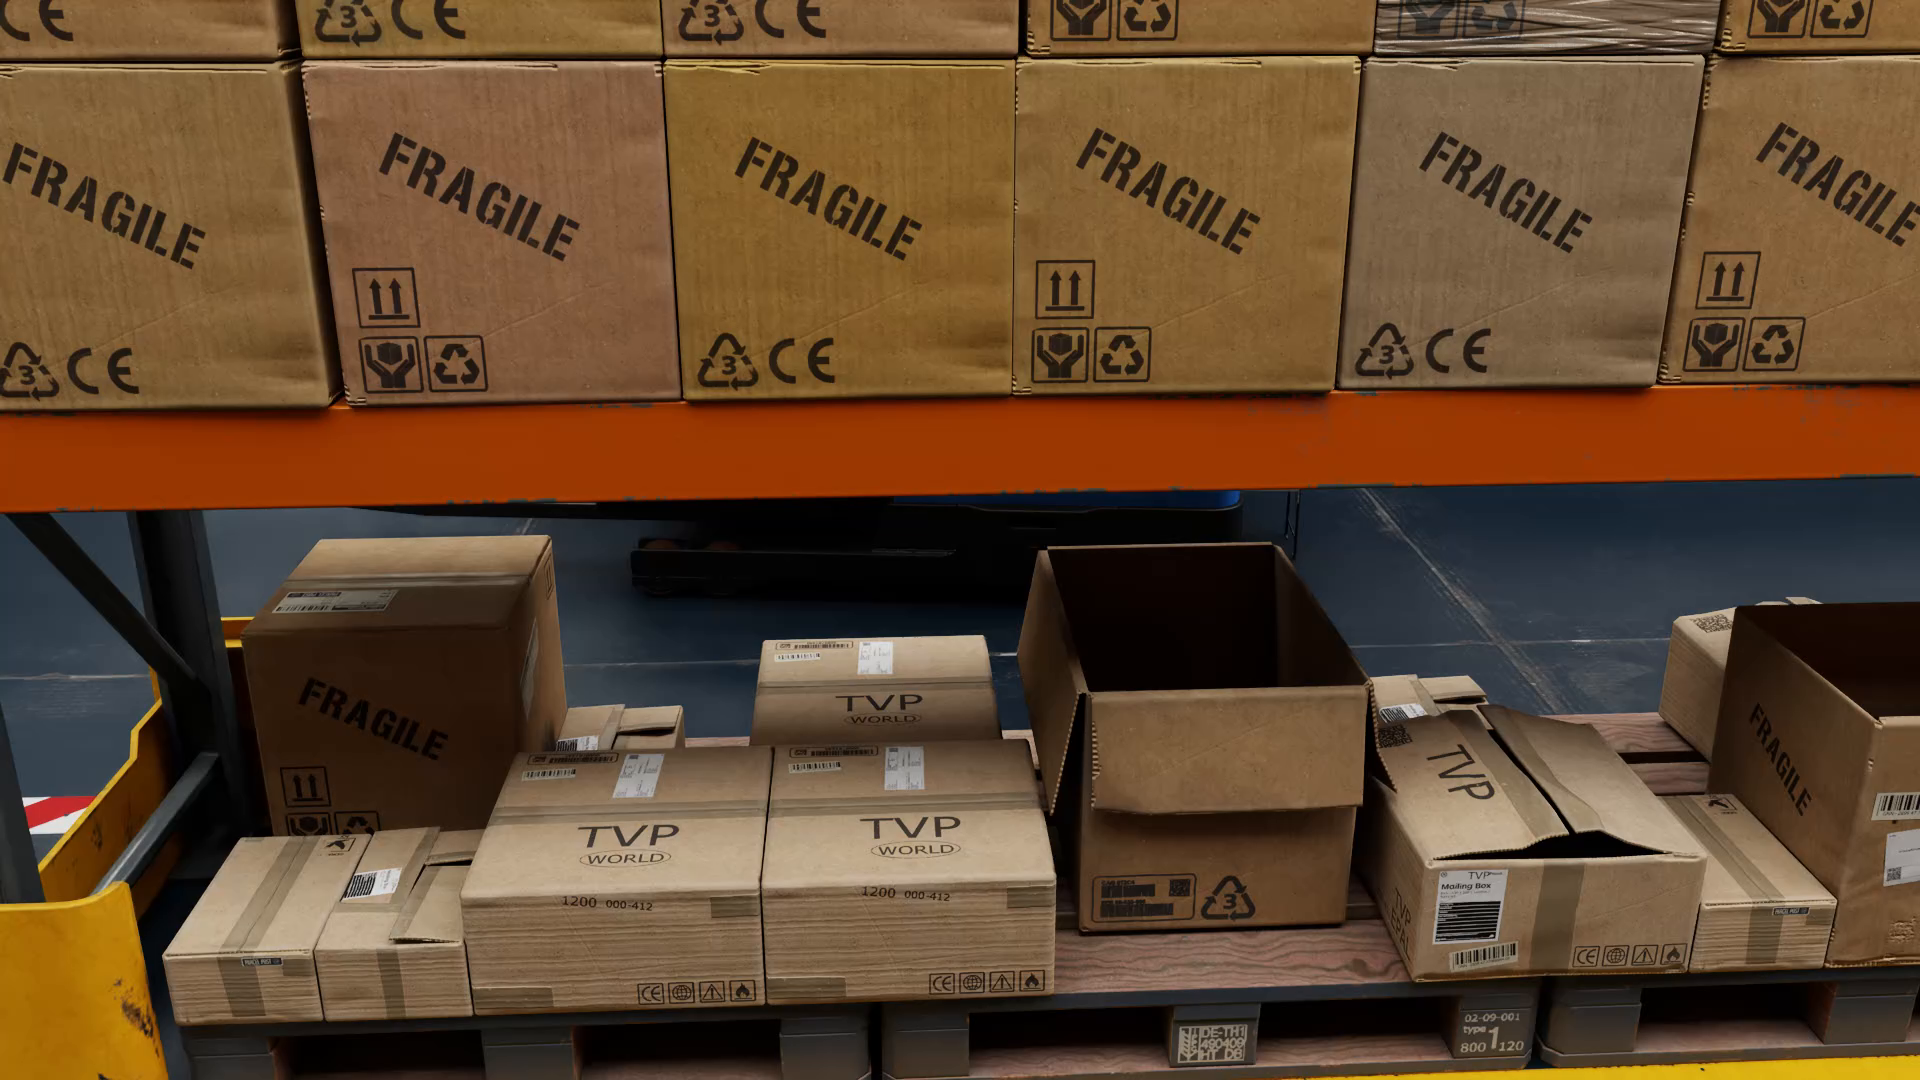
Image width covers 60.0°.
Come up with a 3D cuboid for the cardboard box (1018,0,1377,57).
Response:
[{"bbox_3d":[0.329,-1.012,2.517,0.500,0.500,0.500,-1,21,-4],"label":"cardboard box"}]

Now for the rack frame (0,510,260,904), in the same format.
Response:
[{"bbox_3d":[-1.657,-0.550,2.850,0.127,3.000,1.000,-1,21,-3],"label":"rack frame"}]

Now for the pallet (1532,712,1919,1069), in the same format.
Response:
[{"bbox_3d":[1.651,0.686,3.524,1.213,0.211,1.003,-1,21,-3],"label":"pallet"}]

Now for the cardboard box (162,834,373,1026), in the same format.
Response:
[{"bbox_3d":[-1.219,0.690,2.981,0.250,0.149,0.380,-1,21,-3],"label":"cardboard box"}]

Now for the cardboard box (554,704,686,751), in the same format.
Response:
[{"bbox_3d":[-0.719,0.494,3.472,0.250,0.166,0.380,-1,21,-3],"label":"cardboard box"}]

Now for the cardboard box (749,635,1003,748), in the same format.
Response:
[{"bbox_3d":[-0.178,0.422,3.542,0.500,0.250,0.500,-1,21,-3],"label":"cardboard box"}]

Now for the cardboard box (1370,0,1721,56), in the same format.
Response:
[{"bbox_3d":[0.832,-1.022,2.543,0.500,0.500,0.500,-1,21,-3],"label":"cardboard box"}]

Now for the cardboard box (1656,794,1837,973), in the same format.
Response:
[{"bbox_3d":[1.413,0.637,3.121,0.250,0.149,0.380,-1,21,-3],"label":"cardboard box"}]

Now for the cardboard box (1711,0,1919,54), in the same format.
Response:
[{"bbox_3d":[1.335,-1.032,2.569,0.500,0.500,0.500,-2,21,-4],"label":"cardboard box"}]

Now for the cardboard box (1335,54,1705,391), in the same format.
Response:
[{"bbox_3d":[0.825,-0.555,2.721,0.500,0.500,0.500,-1,21,-2],"label":"cardboard box"}]

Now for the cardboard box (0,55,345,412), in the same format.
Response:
[{"bbox_3d":[-1.199,-0.512,2.610,0.500,0.500,0.500,-1,21,-2],"label":"cardboard box"}]

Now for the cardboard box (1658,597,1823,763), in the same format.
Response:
[{"bbox_3d":[1.905,0.351,3.643,0.500,0.311,0.500,-1,21,-3],"label":"cardboard box"}]

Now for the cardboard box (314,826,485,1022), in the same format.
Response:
[{"bbox_3d":[-0.970,0.677,2.991,0.250,0.166,0.380,-1,21,-3],"label":"cardboard box"}]

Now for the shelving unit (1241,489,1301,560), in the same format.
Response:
[{"bbox_3d":[1.002,-0.400,5.406,0.210,0.900,0.258,1,21,3],"label":"shelving unit"}]

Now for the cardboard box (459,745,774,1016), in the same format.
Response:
[{"bbox_3d":[-0.599,0.609,3.052,0.500,0.250,0.500,-1,21,-3],"label":"cardboard box"}]

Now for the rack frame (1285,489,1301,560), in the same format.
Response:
[{"bbox_3d":[1.104,-0.398,5.400,0.006,0.900,0.240,1,21,3],"label":"rack frame"}]

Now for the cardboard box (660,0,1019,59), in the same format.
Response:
[{"bbox_3d":[-0.178,-1.001,2.489,0.500,0.500,0.500,-1,21,-2],"label":"cardboard box"}]

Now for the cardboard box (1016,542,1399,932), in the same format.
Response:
[{"bbox_3d":[0.461,0.370,3.324,0.637,0.503,0.797,-1,21,-3],"label":"cardboard box"}]

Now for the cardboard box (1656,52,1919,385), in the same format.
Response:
[{"bbox_3d":[1.337,-0.566,2.751,0.500,0.500,0.500,-1,21,-2],"label":"cardboard box"}]

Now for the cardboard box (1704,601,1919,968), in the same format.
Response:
[{"bbox_3d":[1.784,0.444,3.135,0.500,0.500,0.500,-1,21,-3],"label":"cardboard box"}]

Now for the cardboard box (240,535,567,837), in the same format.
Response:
[{"bbox_3d":[-1.128,0.314,3.475,0.500,0.500,0.500,-1,21,-3],"label":"cardboard box"}]

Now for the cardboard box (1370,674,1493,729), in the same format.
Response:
[{"bbox_3d":[1.042,0.440,3.613,0.250,0.166,0.380,-1,21,-3],"label":"cardboard box"}]

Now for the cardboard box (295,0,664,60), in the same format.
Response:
[{"bbox_3d":[-0.678,-0.993,2.467,0.500,0.500,0.500,-1,21,-2],"label":"cardboard box"}]

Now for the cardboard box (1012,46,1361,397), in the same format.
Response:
[{"bbox_3d":[0.316,-0.543,2.692,0.500,0.500,0.500,-1,21,-2],"label":"cardboard box"}]

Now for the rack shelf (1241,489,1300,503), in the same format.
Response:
[{"bbox_3d":[1.002,-0.200,5.482,0.200,0.077,0.258,1,21,3],"label":"rack shelf"}]

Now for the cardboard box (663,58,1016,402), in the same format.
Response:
[{"bbox_3d":[-0.183,-0.534,2.666,0.500,0.500,0.500,-1,21,-3],"label":"cardboard box"}]

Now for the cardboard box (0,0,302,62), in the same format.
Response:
[{"bbox_3d":[-1.199,-0.979,2.432,0.500,0.500,0.500,-1,21,-1],"label":"cardboard box"}]

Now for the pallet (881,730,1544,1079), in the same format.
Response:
[{"bbox_3d":[0.430,0.711,3.456,1.213,0.211,1.003,-1,21,-3],"label":"pallet"}]

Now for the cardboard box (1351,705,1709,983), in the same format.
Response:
[{"bbox_3d":[1.035,0.547,3.128,0.500,0.311,0.500,-1,21,-3],"label":"cardboard box"}]

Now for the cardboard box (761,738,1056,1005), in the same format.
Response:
[{"bbox_3d":[-0.100,0.599,3.079,0.500,0.250,0.500,-1,21,-3],"label":"cardboard box"}]

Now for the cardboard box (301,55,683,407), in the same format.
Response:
[{"bbox_3d":[-0.684,-0.524,2.642,0.500,0.500,0.500,-1,21,-4],"label":"cardboard box"}]

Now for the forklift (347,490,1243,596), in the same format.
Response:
[{"bbox_3d":[-0.624,-1.383,5.133,3.031,2.935,1.130,1,21,3],"label":"forklift"}]

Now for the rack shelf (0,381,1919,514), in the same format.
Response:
[{"bbox_3d":[0.340,-0.254,3.085,4.000,0.370,1.077,-1,21,-3],"label":"rack shelf"}]

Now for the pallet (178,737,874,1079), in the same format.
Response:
[{"bbox_3d":[-0.785,0.735,3.394,1.213,0.211,1.003,-1,21,-3],"label":"pallet"}]

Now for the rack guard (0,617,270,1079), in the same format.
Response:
[{"bbox_3d":[-1.581,0.617,3.299,0.348,0.500,1.175,-1,21,-3],"label":"rack guard"}]
